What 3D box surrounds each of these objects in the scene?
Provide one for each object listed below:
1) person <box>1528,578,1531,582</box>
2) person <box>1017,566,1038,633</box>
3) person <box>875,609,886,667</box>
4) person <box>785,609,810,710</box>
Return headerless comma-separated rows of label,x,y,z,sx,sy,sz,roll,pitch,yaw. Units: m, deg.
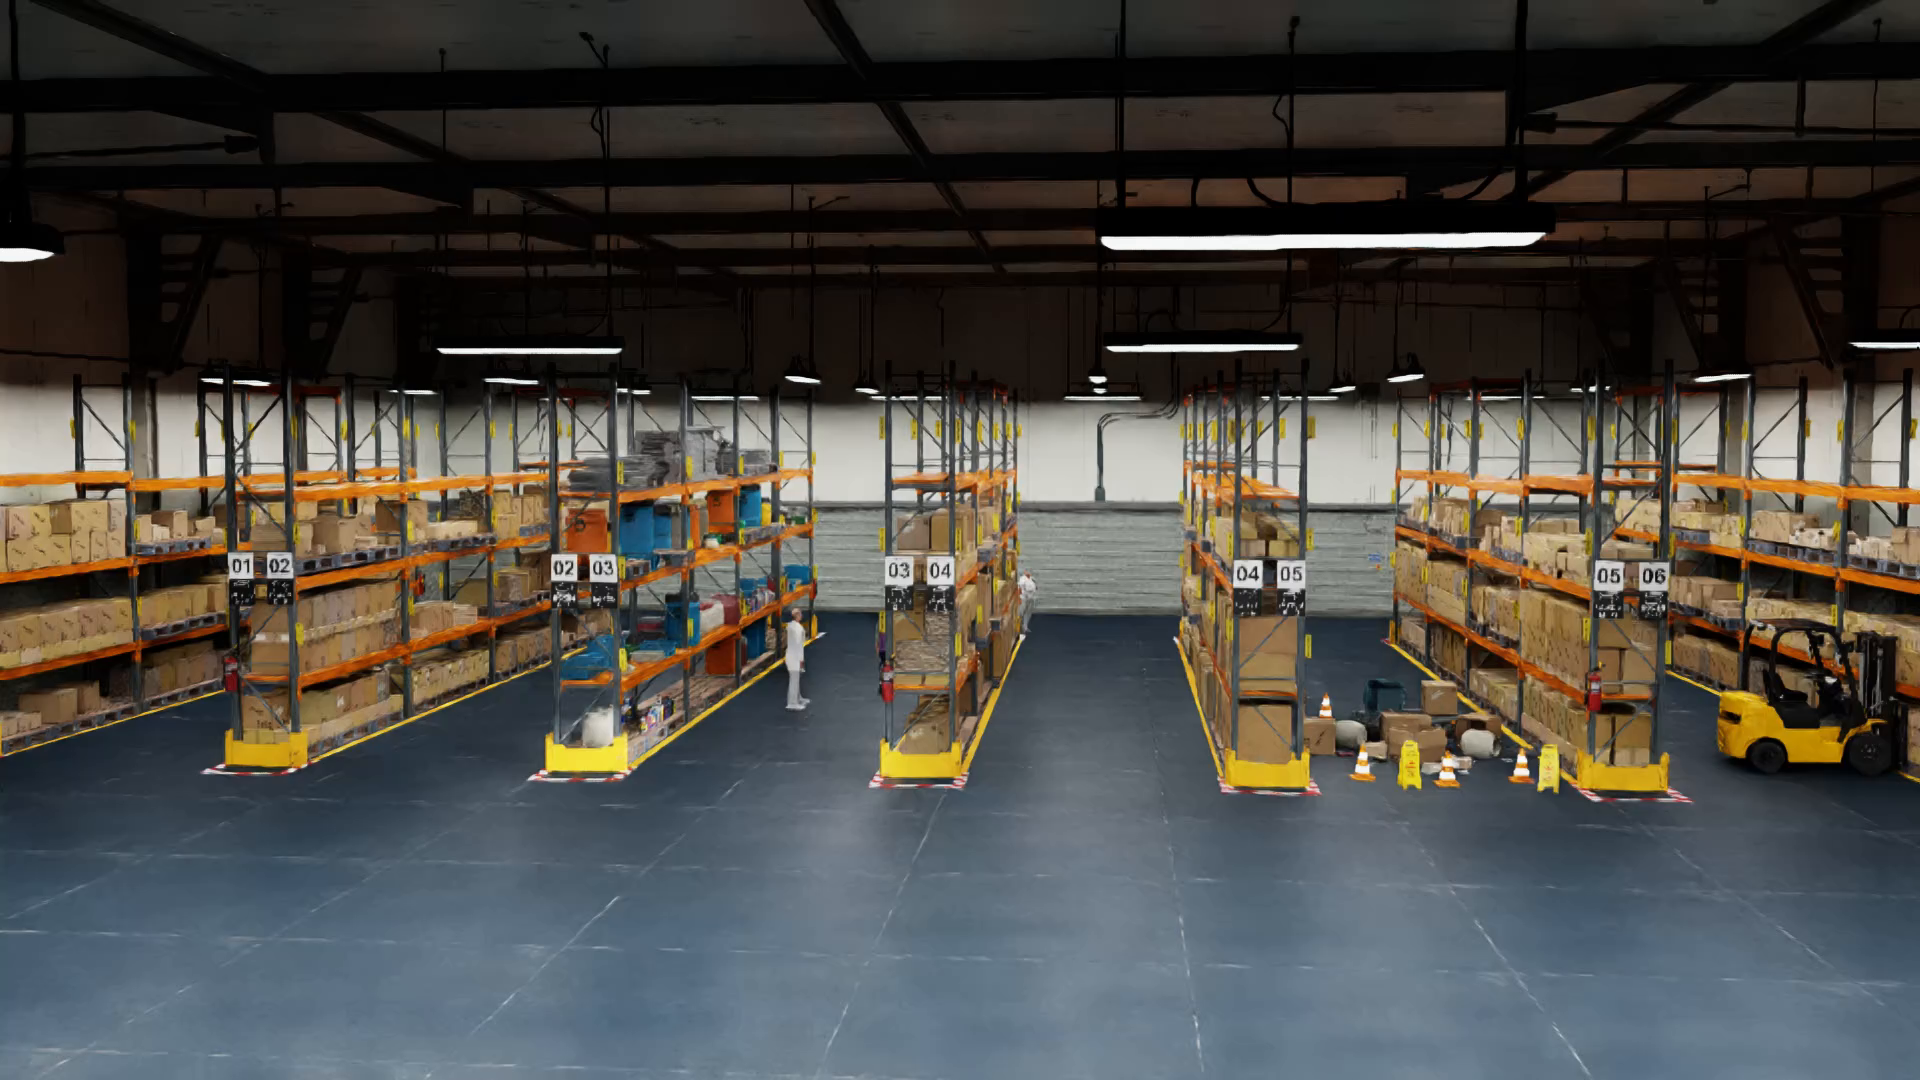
person,14.436,1.307,42.662,0.456,1.759,0.703,-2,4,-31
person,1.548,1.470,41.131,0.652,1.655,0.531,-3,5,-36
person,-1.450,2.111,32.501,0.417,1.480,1.037,0,4,8
person,-2.907,2.125,29.944,0.522,1.787,0.654,-1,4,-21
